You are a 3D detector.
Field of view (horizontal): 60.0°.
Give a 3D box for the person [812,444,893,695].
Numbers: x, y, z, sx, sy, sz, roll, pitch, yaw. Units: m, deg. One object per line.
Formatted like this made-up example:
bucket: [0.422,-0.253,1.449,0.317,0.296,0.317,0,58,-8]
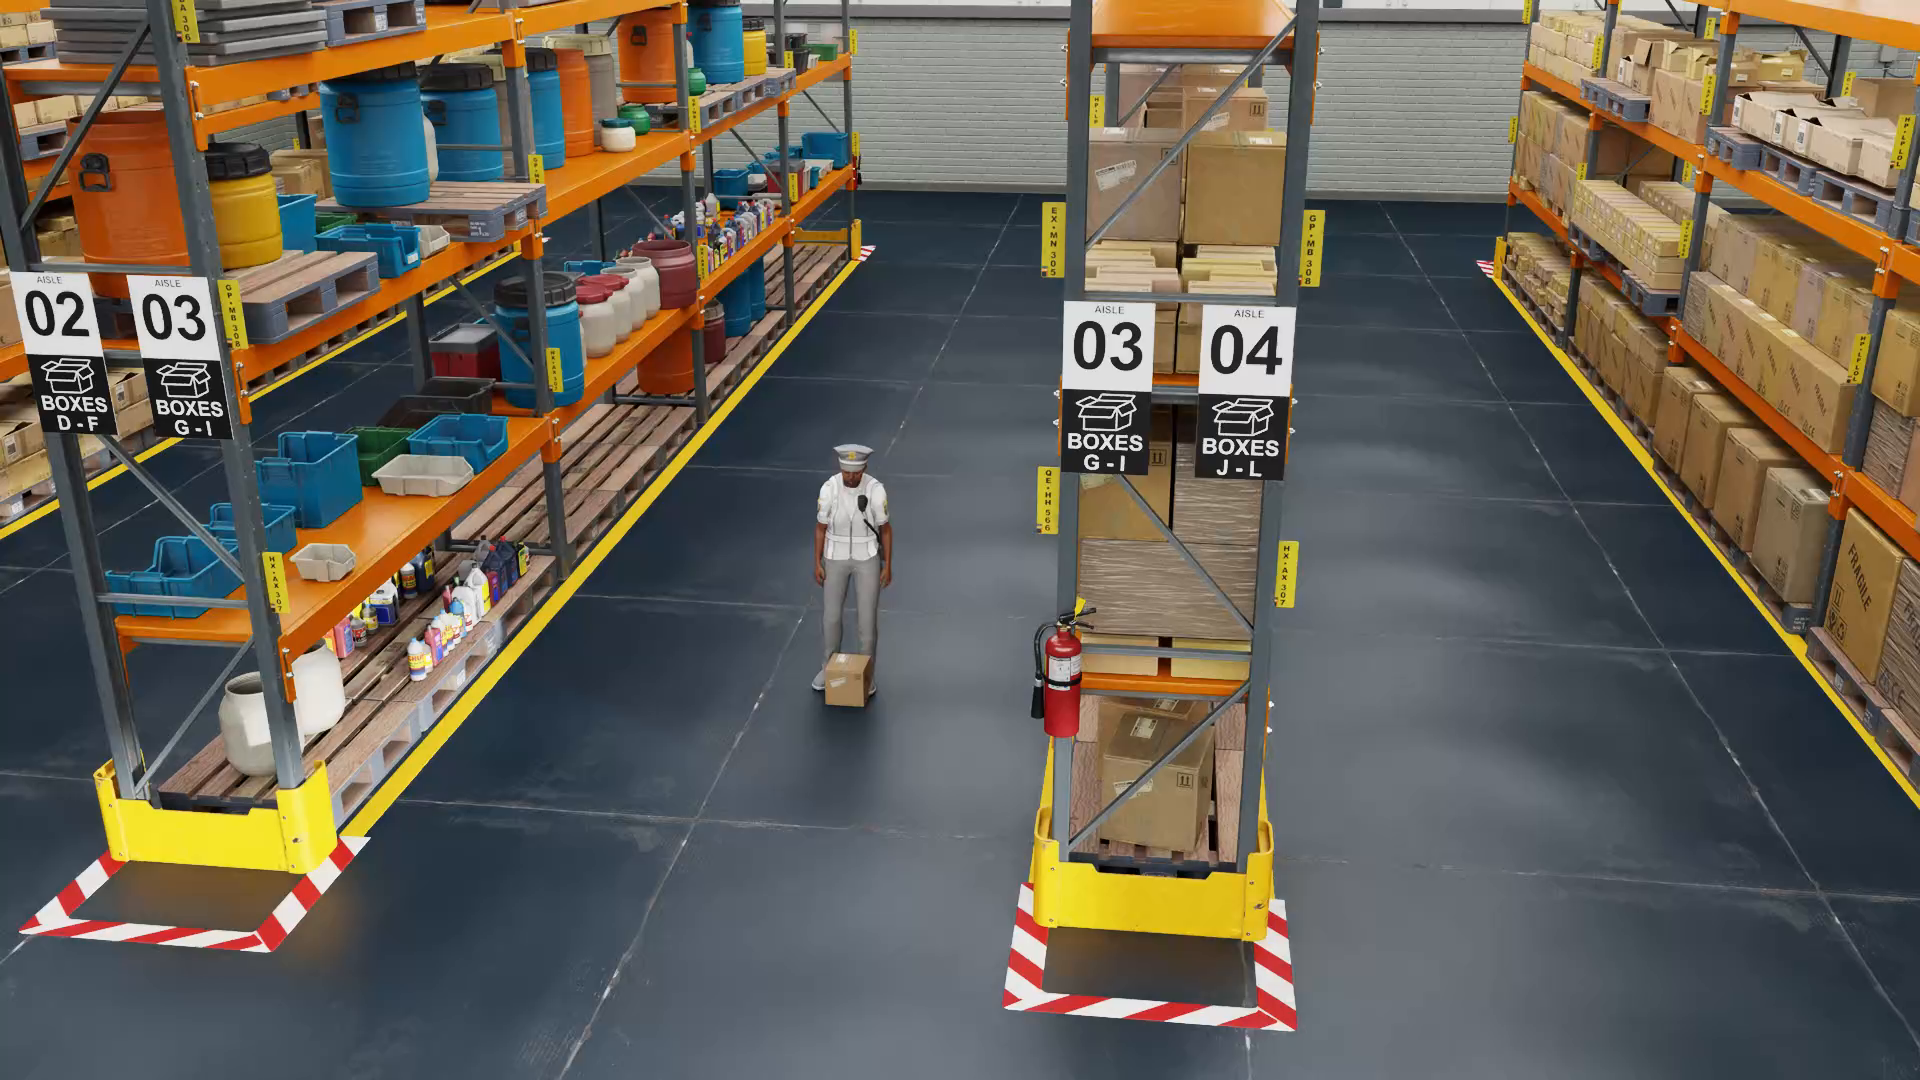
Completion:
person: [-0.700,0.166,10.659,0.532,1.660,0.424,1,21,3]
